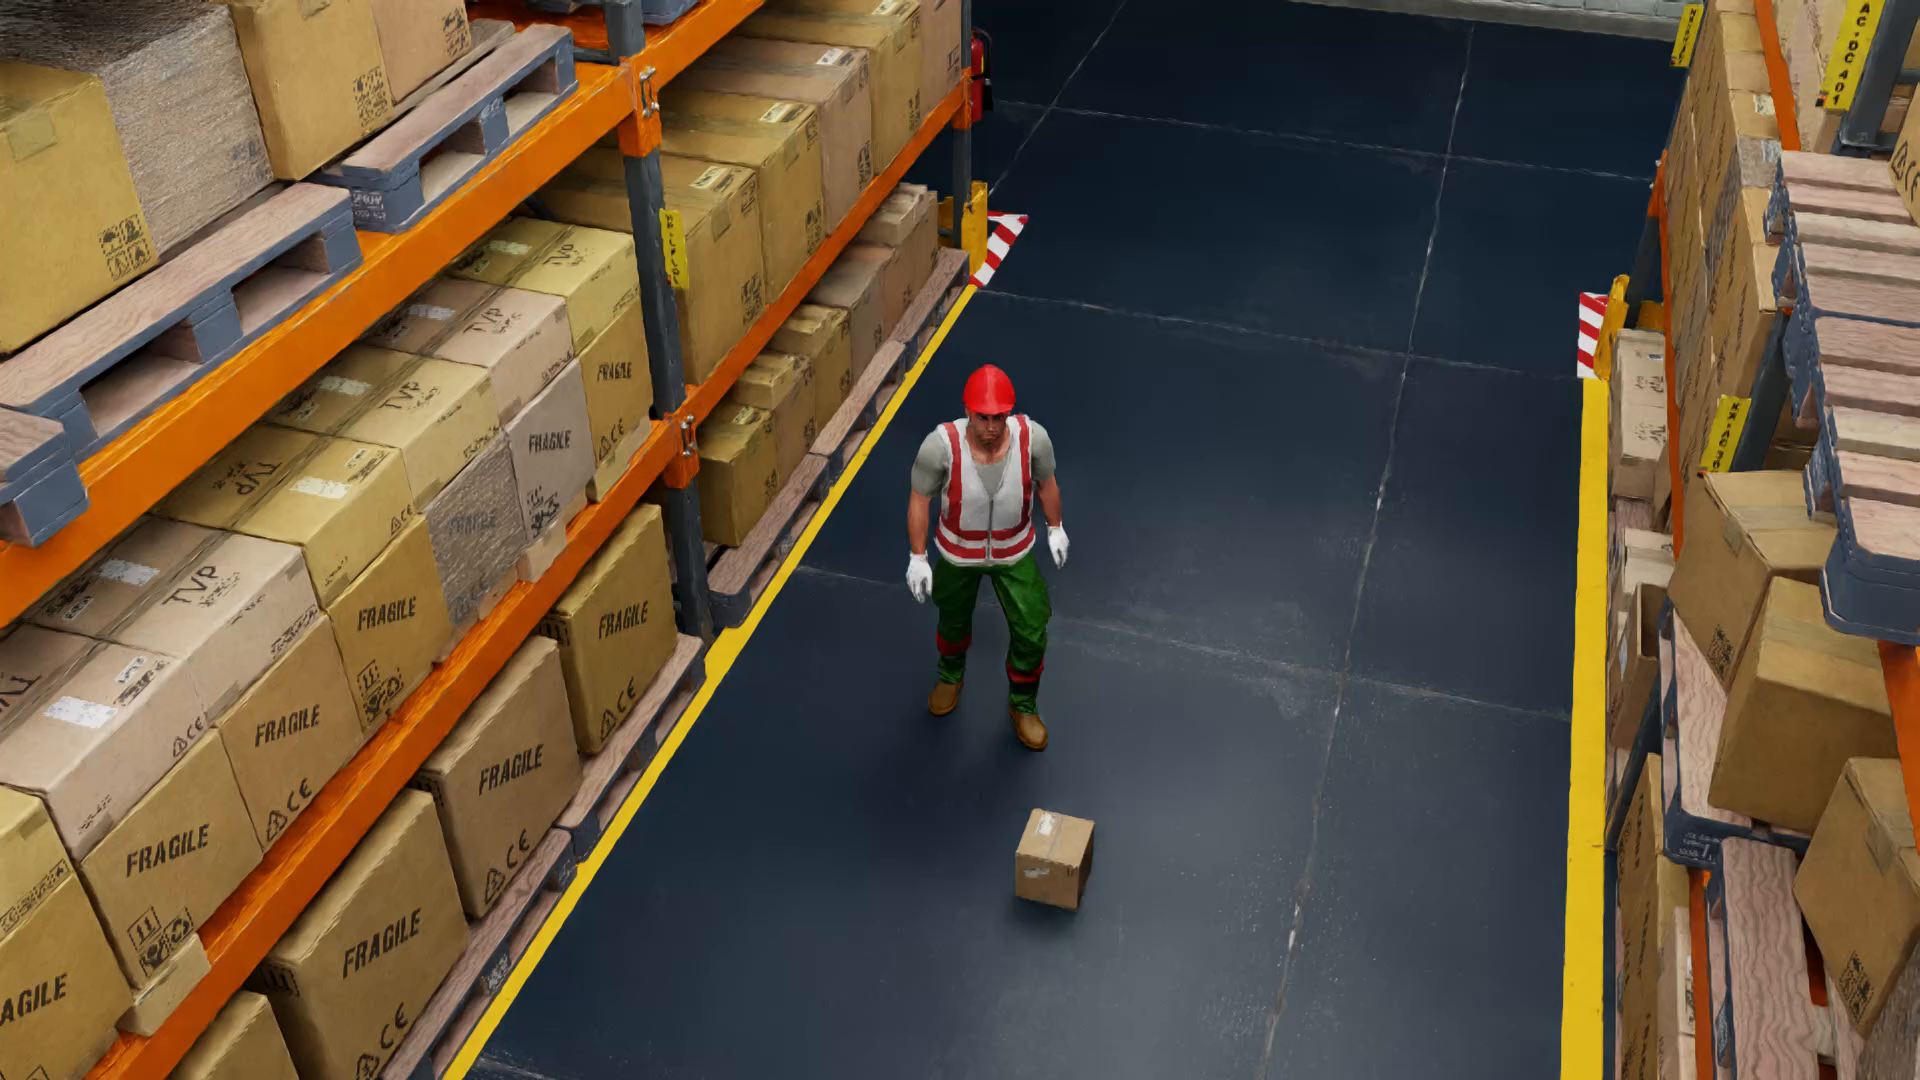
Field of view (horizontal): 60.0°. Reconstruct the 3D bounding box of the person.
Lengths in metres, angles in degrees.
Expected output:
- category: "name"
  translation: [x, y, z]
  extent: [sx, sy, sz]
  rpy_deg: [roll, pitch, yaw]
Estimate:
- category: "person"
  translation: [0.119, 0.052, 6.791]
  extent: [0.691, 1.776, 0.549]
  rpy_deg: [-3, 37, -4]
